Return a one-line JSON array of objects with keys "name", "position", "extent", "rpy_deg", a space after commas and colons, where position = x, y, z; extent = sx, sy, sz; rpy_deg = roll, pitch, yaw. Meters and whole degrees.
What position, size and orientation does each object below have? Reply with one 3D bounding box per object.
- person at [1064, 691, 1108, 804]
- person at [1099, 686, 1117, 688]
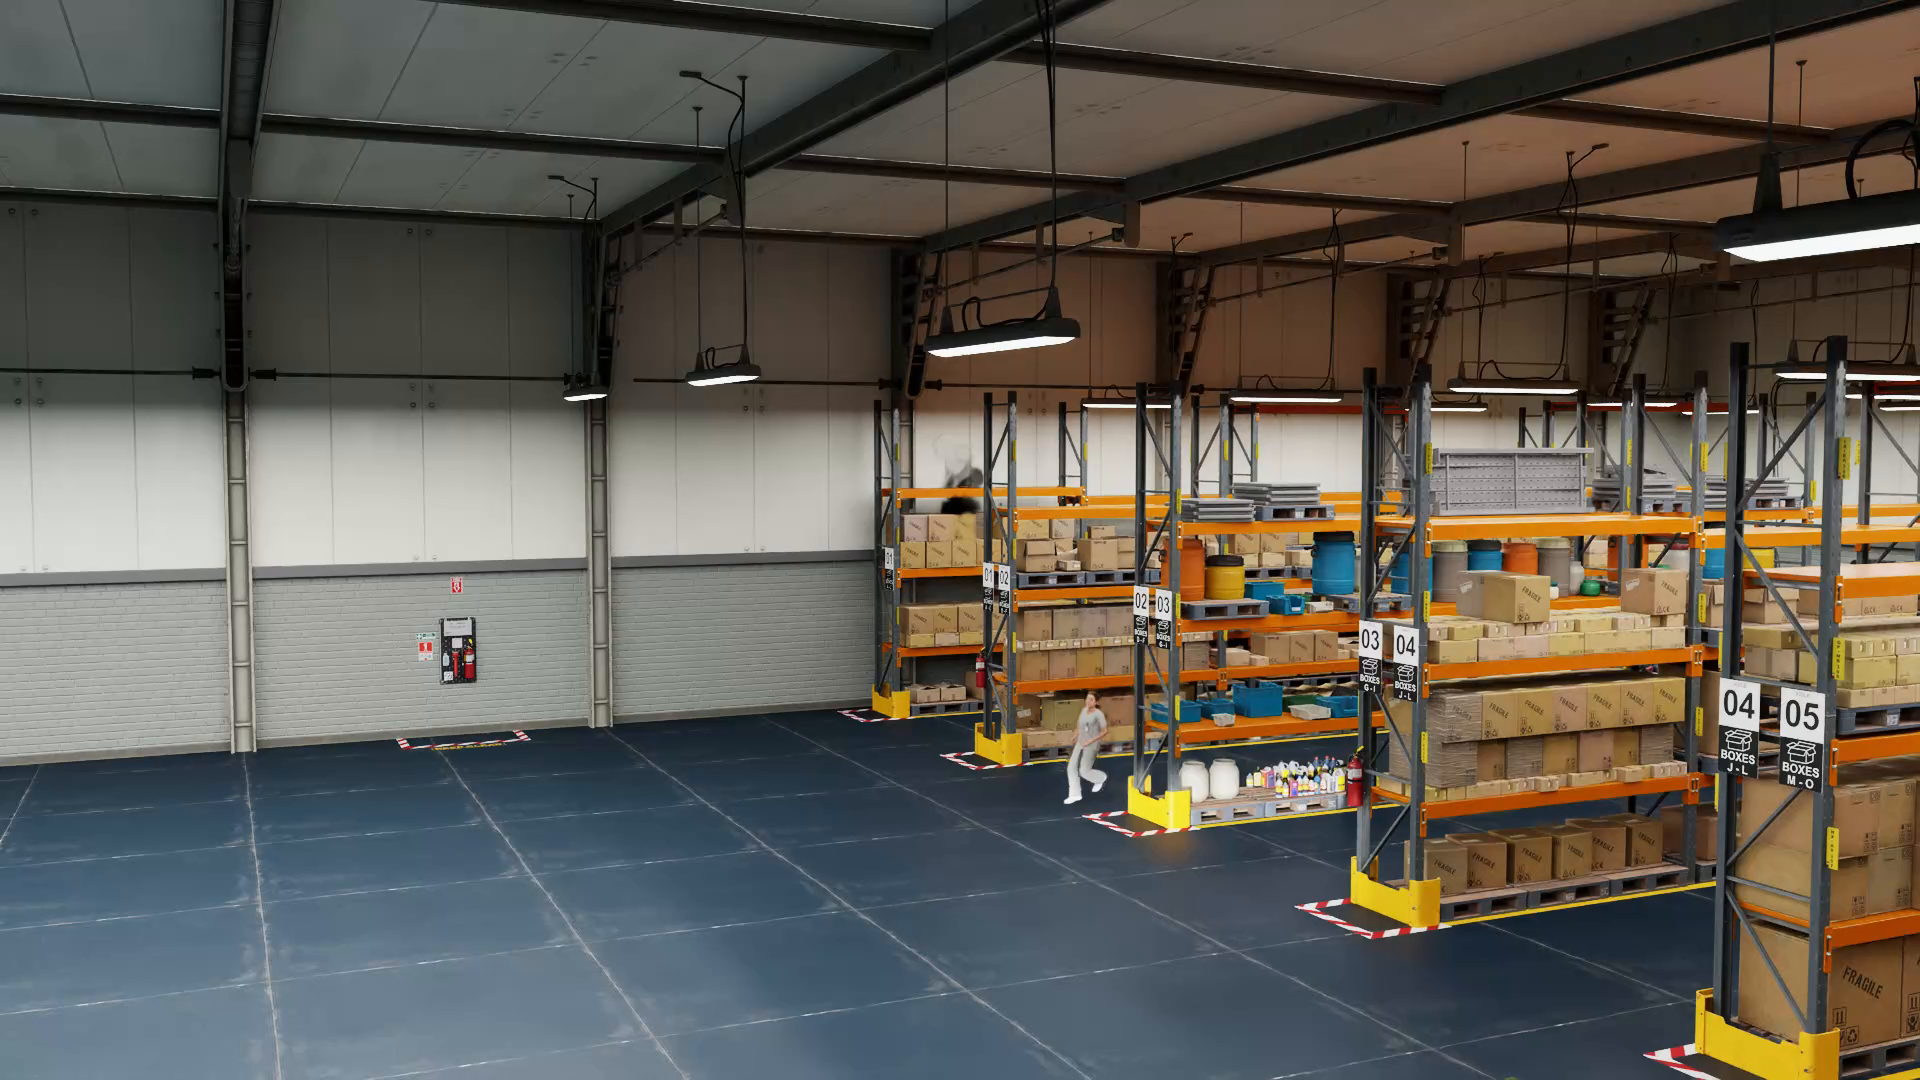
[{"name": "person", "position": [1.892, 2.974, 23.931], "extent": [0.736, 1.642, 0.605], "rpy_deg": [-3, 4, -42]}, {"name": "person", "position": [2.593, 2.576, 29.817], "extent": [0.733, 1.686, 0.638], "rpy_deg": [-2, 4, -33]}]
